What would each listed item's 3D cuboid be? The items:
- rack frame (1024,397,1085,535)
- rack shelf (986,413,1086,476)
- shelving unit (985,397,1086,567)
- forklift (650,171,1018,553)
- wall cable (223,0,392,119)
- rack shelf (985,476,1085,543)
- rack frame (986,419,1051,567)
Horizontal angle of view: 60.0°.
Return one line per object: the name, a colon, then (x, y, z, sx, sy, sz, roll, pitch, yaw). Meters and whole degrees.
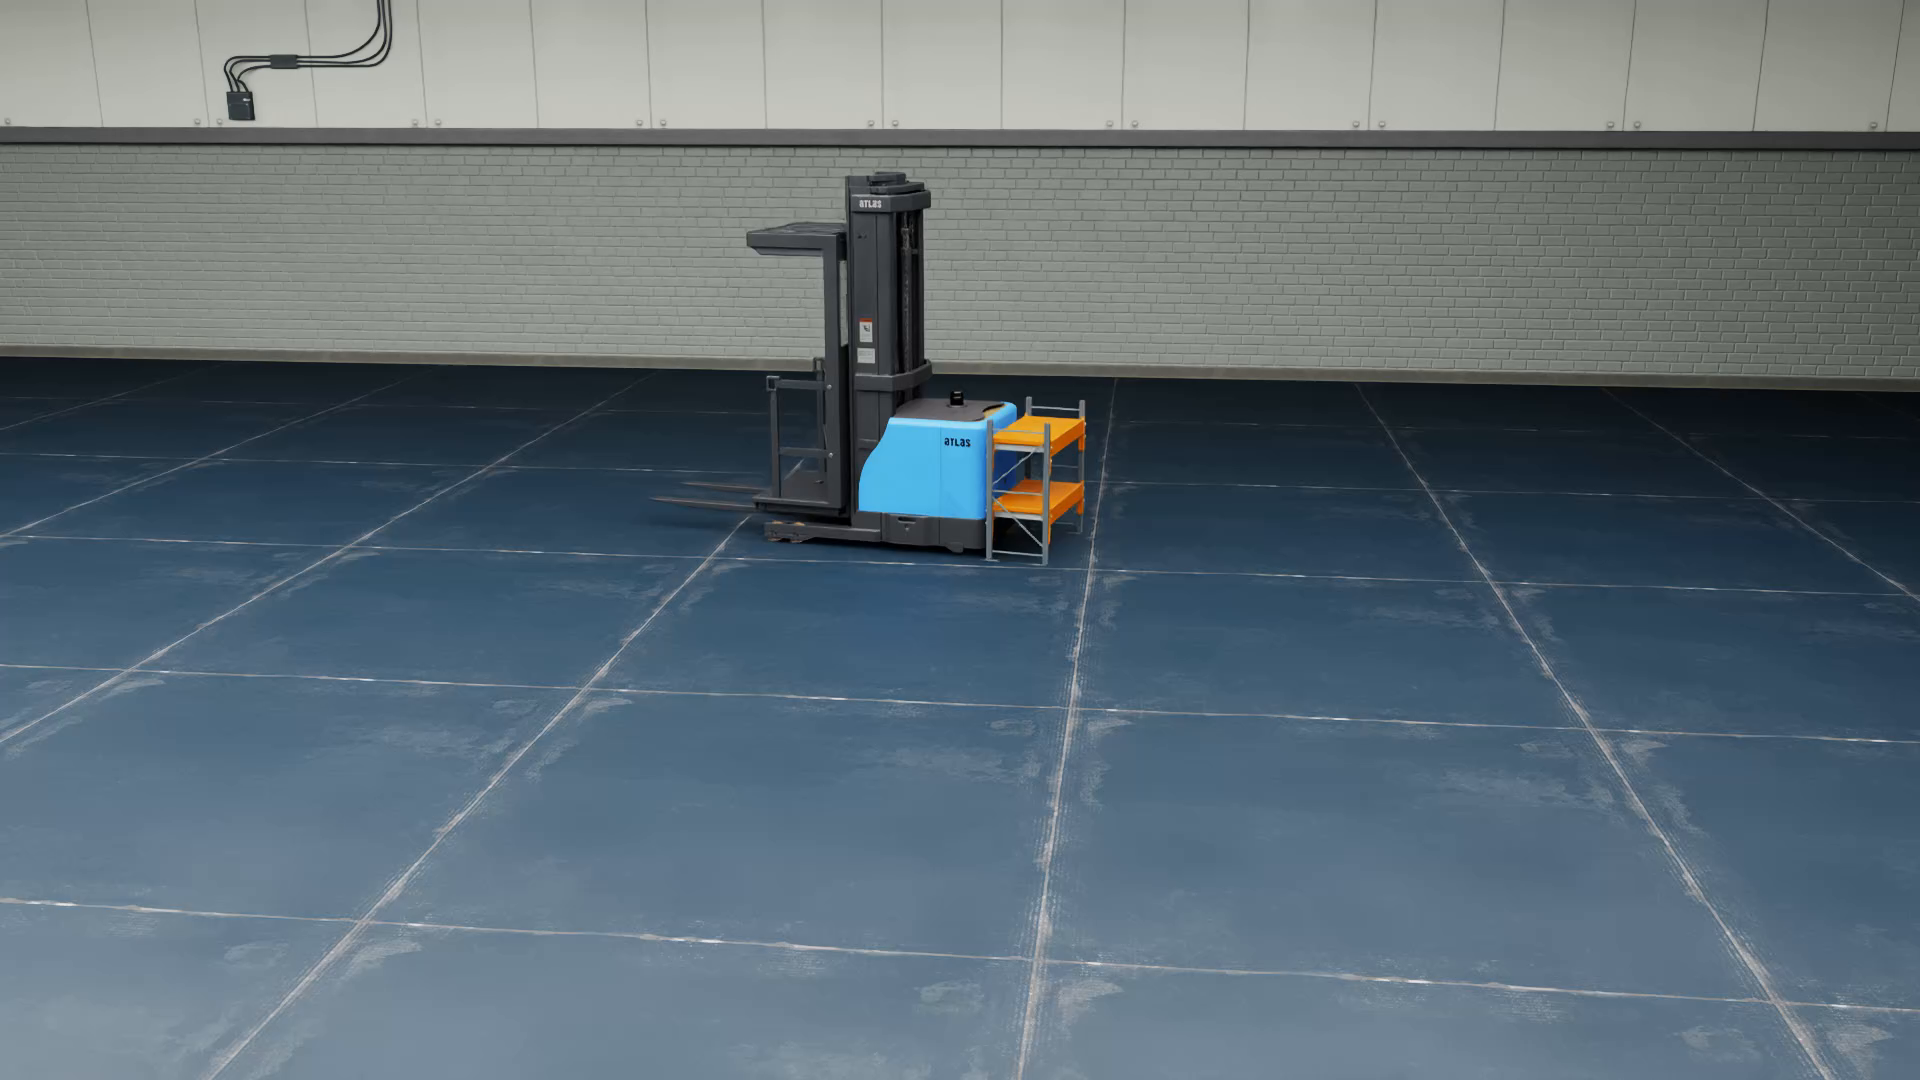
rack frame: (0.783, -0.613, 13.774, 0.500, 1.125, 0.032, 5, 16, 19)
rack shelf: (0.615, -0.770, 13.234, 0.538, 0.278, 1.000, 5, 16, 19)
shelving unit: (0.615, -0.488, 13.310, 0.538, 1.125, 1.048, 5, 16, 19)
forklift: (-1.091, -1.514, 13.647, 3.031, 2.935, 1.130, 5, 16, 17)
wall cable: (-8.427, -8.383, 20.909, 2.305, 6.003, 0.169, 2, 15, 6)
rack shelf: (0.615, -0.252, 13.374, 0.538, 0.278, 1.000, 5, 16, 19)
rack frame: (0.448, -0.362, 12.847, 0.500, 1.125, 0.032, 5, 16, 19)
